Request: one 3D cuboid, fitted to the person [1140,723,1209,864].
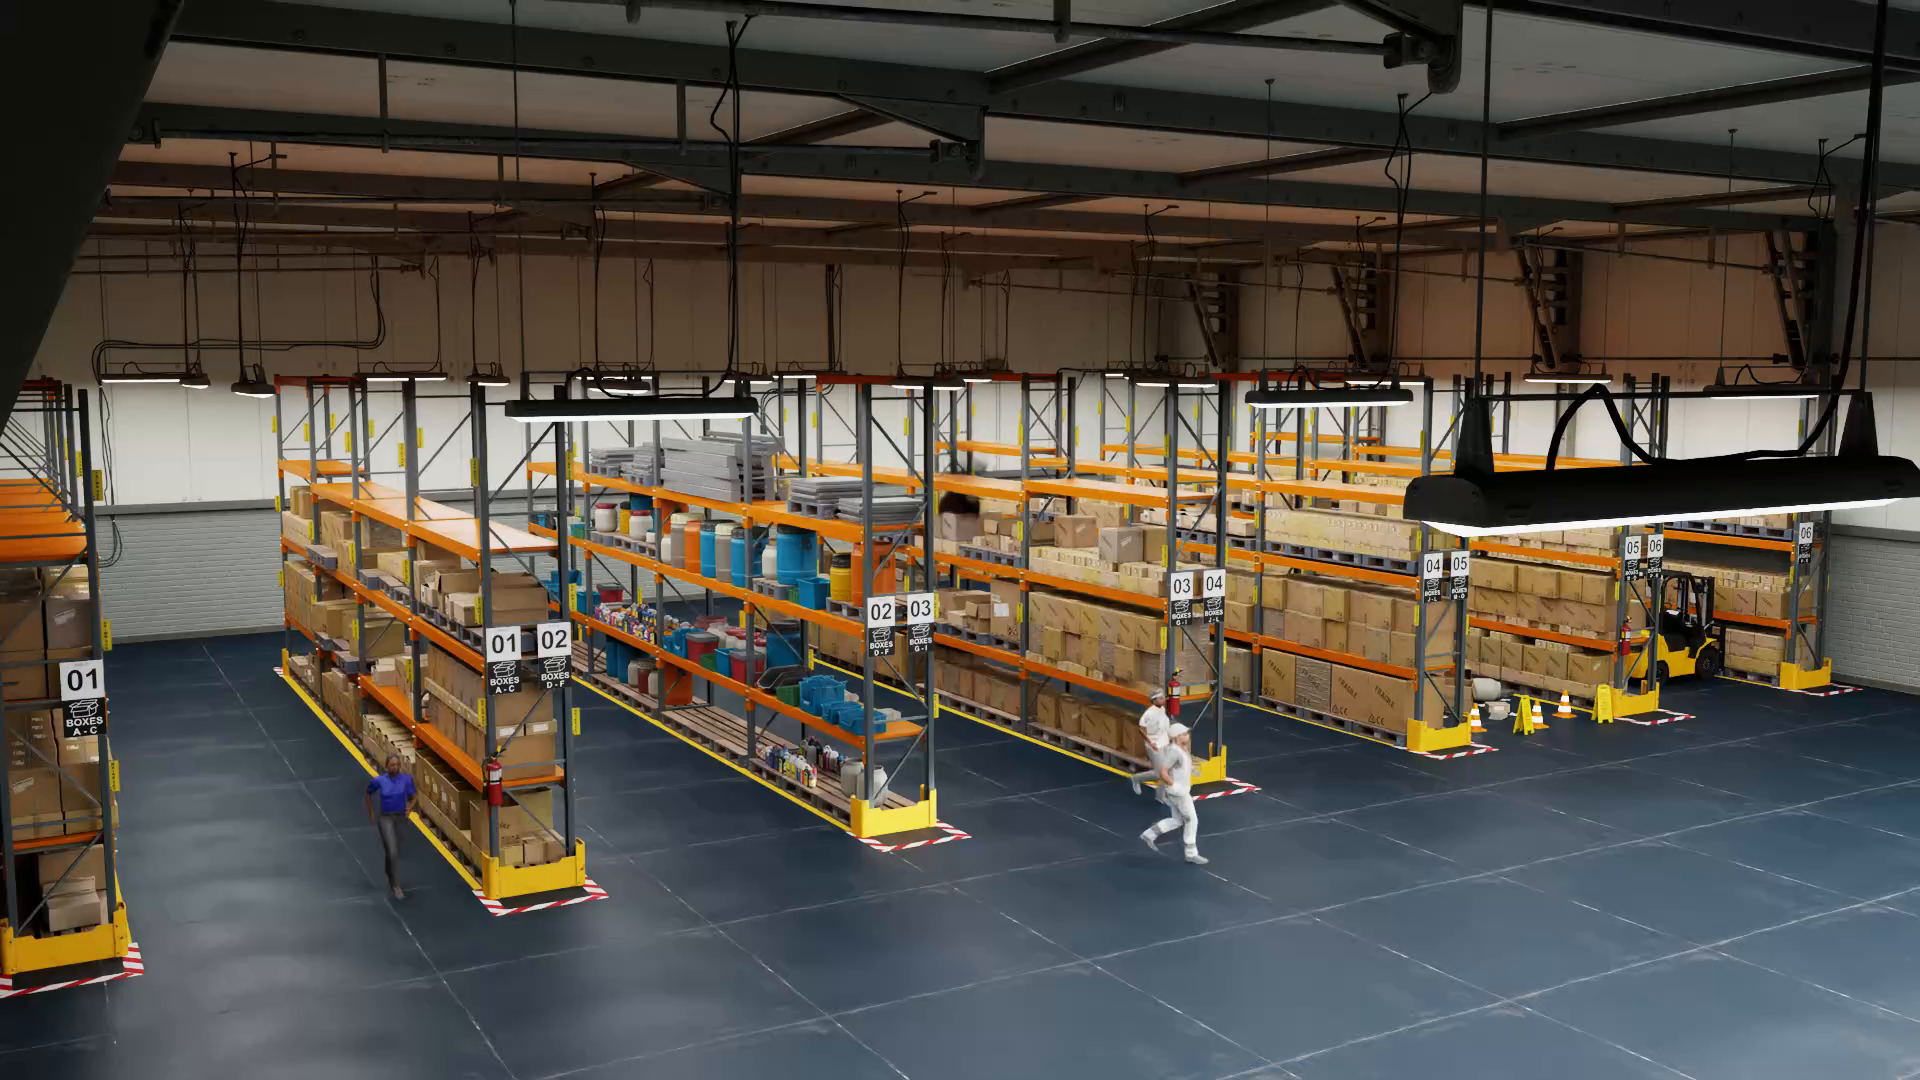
[{"bbox_3d":[2.720,3.170,20.885,0.825,1.786,0.623,1,6,9],"label":"person"}]

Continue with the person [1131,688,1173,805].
[{"bbox_3d":[2.763,2.931,23.733,0.587,1.684,0.632,4,7,33],"label":"person"}]

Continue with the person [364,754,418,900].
[{"bbox_3d":[-6.731,3.367,19.744,0.556,1.715,0.813,-4,8,-35],"label":"person"}]
